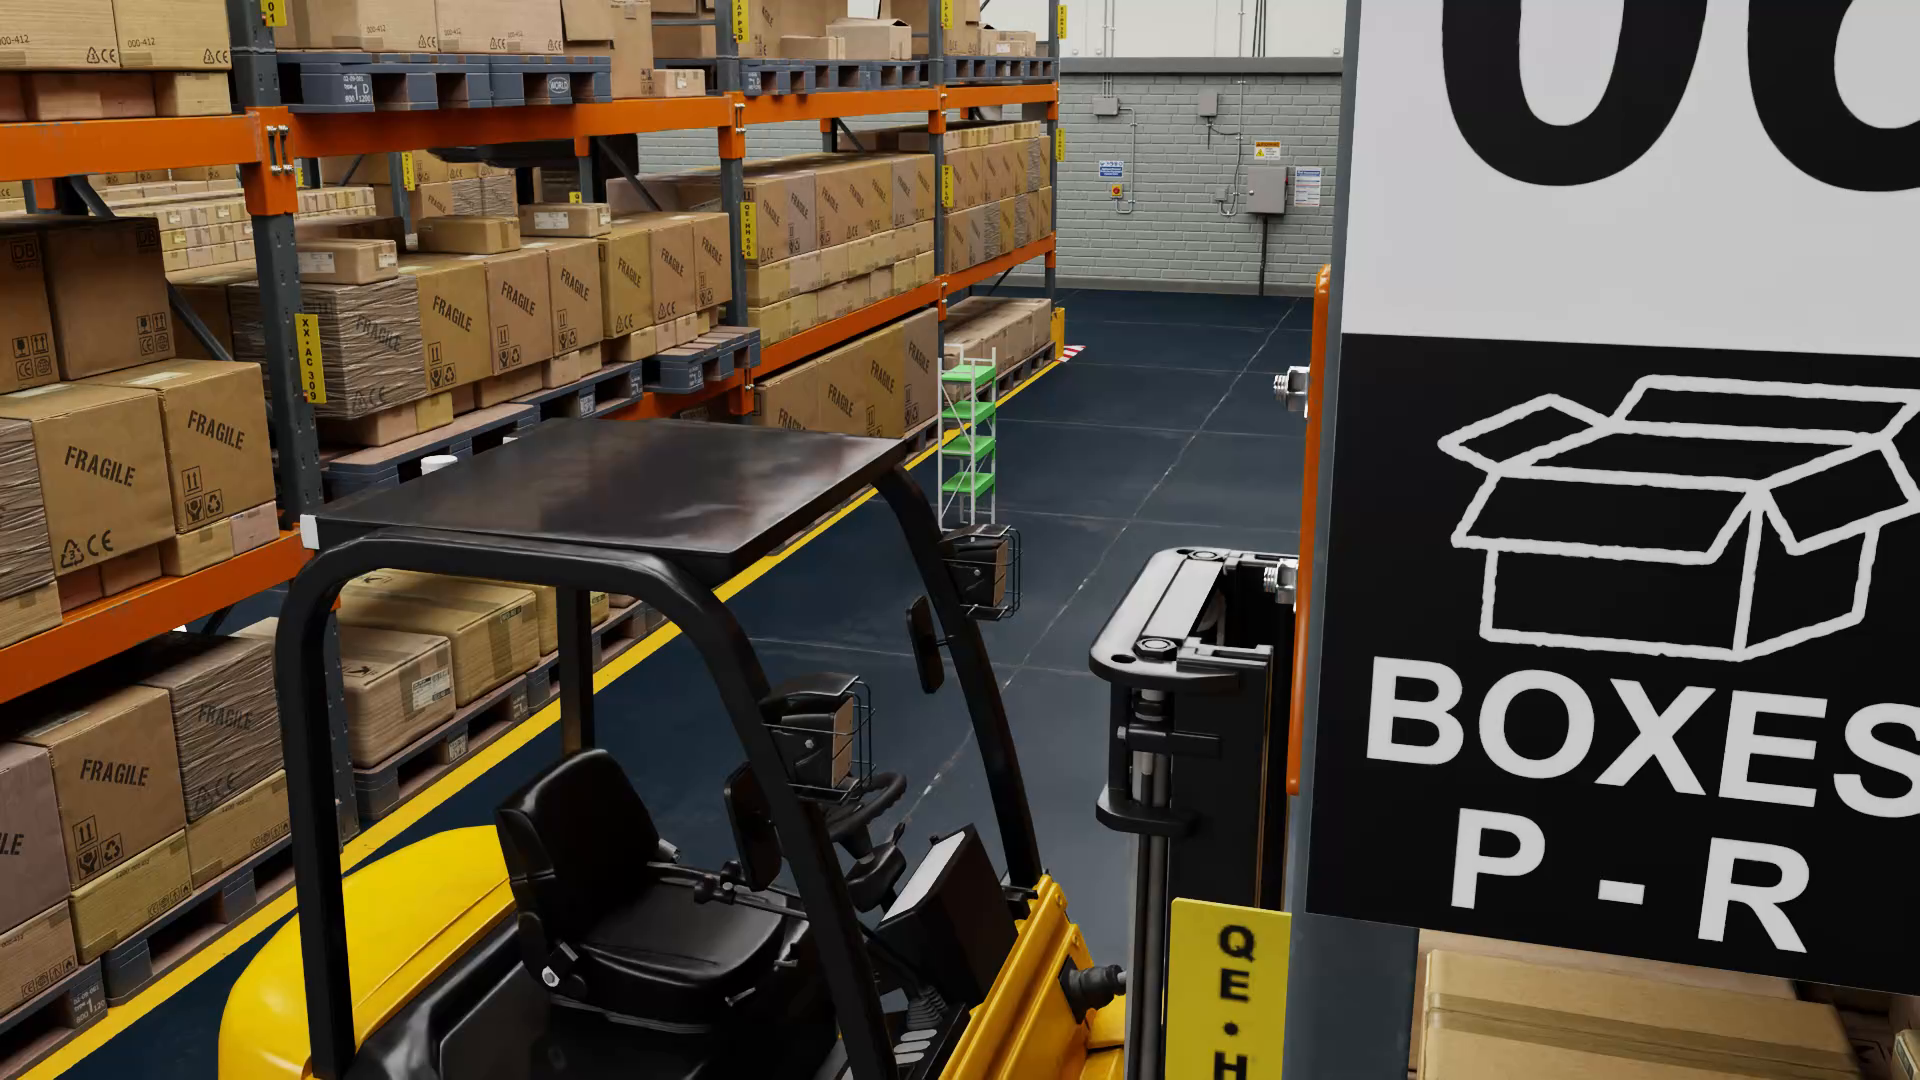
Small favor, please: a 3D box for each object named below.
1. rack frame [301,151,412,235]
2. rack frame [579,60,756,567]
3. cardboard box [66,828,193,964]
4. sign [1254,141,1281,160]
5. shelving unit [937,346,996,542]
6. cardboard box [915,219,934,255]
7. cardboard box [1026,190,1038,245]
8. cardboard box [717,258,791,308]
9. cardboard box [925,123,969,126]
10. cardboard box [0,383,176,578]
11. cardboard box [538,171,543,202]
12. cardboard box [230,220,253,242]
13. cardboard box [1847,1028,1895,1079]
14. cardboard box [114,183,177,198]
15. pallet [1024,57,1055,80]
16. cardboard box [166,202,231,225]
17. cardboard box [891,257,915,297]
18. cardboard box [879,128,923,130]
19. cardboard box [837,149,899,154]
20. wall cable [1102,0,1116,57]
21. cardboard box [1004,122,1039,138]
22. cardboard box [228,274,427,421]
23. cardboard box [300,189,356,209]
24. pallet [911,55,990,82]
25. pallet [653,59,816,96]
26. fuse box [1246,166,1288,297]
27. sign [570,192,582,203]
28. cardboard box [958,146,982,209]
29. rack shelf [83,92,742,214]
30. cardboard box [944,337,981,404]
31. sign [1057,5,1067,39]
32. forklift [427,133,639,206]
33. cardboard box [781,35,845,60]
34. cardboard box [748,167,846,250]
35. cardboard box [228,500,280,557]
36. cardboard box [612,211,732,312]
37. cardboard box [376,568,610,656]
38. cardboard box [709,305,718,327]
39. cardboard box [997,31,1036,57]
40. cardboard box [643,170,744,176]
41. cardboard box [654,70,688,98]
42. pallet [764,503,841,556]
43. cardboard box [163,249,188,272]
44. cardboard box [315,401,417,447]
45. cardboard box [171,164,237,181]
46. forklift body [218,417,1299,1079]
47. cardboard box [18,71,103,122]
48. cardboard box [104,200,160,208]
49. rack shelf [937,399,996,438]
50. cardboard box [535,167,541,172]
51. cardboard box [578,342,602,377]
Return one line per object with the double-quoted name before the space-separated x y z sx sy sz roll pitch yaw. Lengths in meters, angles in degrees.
"rack frame" -5.402 -2.737 14.981 1.000 3.000 0.127 5 16 16
"rack frame" -1.764 -1.333 10.032 1.000 3.000 0.127 5 16 16
"cardboard box" -2.953 1.150 5.547 0.500 0.250 0.500 4 16 14
"sign" 4.068 -5.158 22.003 0.339 0.242 0.001 5 16 16
"shelving unit" 0.047 -0.621 10.818 0.258 1.200 0.503 5 16 16
"cardboard box" -0.520 -2.414 13.200 0.500 0.250 0.500 5 16 16
"cardboard box" 0.469 -3.197 16.421 0.500 0.500 0.500 4 16 15
"cardboard box" -1.384 -1.615 10.384 0.500 0.250 0.500 5 16 15
"cardboard box" -0.129 -3.919 15.946 0.380 0.149 0.250 5 17 16
"cardboard box" -2.929 -0.207 5.333 0.500 0.500 0.500 5 17 18
"cardboard box" -4.433 -3.569 17.188 0.500 0.500 0.500 5 16 16
"cardboard box" -5.772 -2.433 13.057 0.380 0.149 0.250 5 17 18
"cardboard box" 1.077 0.646 1.684 0.380 0.149 0.250 5 16 16
"cardboard box" -9.165 -3.852 18.643 0.500 0.250 0.500 4 16 14
"pallet" 0.308 -4.631 16.326 1.003 0.211 1.213 5 16 16
"cardboard box" -5.850 -2.508 12.773 0.380 0.149 0.250 5 17 18
"cardboard box" -0.659 -2.037 12.789 0.500 0.250 0.500 4 16 15
"cardboard box" -0.531 -3.518 14.533 0.380 0.149 0.250 4 16 15
"cardboard box" -0.758 -3.053 14.082 0.500 0.500 0.500 4 16 15
"wall cable" 1.856 -7.822 21.916 0.463 3.000 0.029 5 16 16
"cardboard box" 0.557 -4.015 16.284 0.380 0.149 0.250 4 16 15
"cardboard box" -2.493 -0.780 6.584 0.500 0.500 0.500 5 17 17
"cardboard box" -5.405 -2.914 14.205 0.380 0.149 0.250 4 16 14
"pallet" -0.385 -3.993 14.076 1.003 0.211 1.213 5 16 16
"pallet" -1.632 -2.858 10.256 1.213 0.211 1.003 5 17 18
"fuse box" 4.062 -4.082 22.085 0.539 1.711 0.414 5 16 16
"sign" -2.297 -1.932 10.022 0.100 0.325 0.005 5 16 16
"cardboard box" -0.111 -3.146 14.408 0.500 0.500 0.500 4 16 15
"rack shelf" -2.333 -1.907 7.876 1.077 0.370 4.000 5 16 16
"cardboard box" -0.346 -1.505 14.563 0.875 0.438 0.875 4 16 15
"sign" 1.025 -5.211 16.730 0.100 0.325 0.005 5 16 16
"forklift" -3.071 -1.809 11.836 3.031 2.935 1.130 -12 20 -37
"cardboard box" -1.021 -3.406 11.501 0.380 0.166 0.250 6 17 21
"cardboard box" -1.096 -2.237 11.203 0.500 0.500 0.500 5 17 17
"cardboard box" -2.700 -0.058 5.996 0.380 0.149 0.250 4 16 15
"cardboard box" -1.627 -1.586 9.425 0.500 0.500 0.500 4 16 14
"cardboard box" -2.357 0.268 8.434 0.950 0.372 0.625 5 17 18
"cardboard box" -1.632 -1.310 9.642 0.380 0.149 0.250 5 17 18
"cardboard box" 0.468 -4.922 16.511 0.500 0.250 0.500 3 16 11
"cardboard box" -1.730 -2.152 10.905 0.500 0.500 0.500 5 17 17
"cardboard box" -1.715 -2.491 9.077 0.380 0.149 0.250 5 16 16
"pallet" -1.468 -0.192 11.119 1.003 0.211 1.213 5 16 16
"cardboard box" -5.990 -2.084 12.372 0.380 0.149 0.250 5 17 18
"cardboard box" -2.441 -0.488 6.742 0.380 0.149 0.250 5 17 17
"cardboard box" -8.879 -4.478 19.476 0.500 0.500 0.500 5 17 17
"forklift body" -0.488 0.915 3.662 2.313 2.155 1.214 5 16 16
"cardboard box" -2.904 -1.374 5.141 0.380 0.149 0.250 5 17 16
"cardboard box" -6.470 -2.560 12.957 0.380 0.149 0.250 5 17 19
"rack shelf" 0.047 -0.790 10.770 0.258 0.148 0.480 5 16 16
"cardboard box" -4.440 -4.047 17.041 0.500 0.500 0.500 6 17 19
"cardboard box" -1.996 -0.899 8.191 0.380 0.149 0.250 4 16 14
